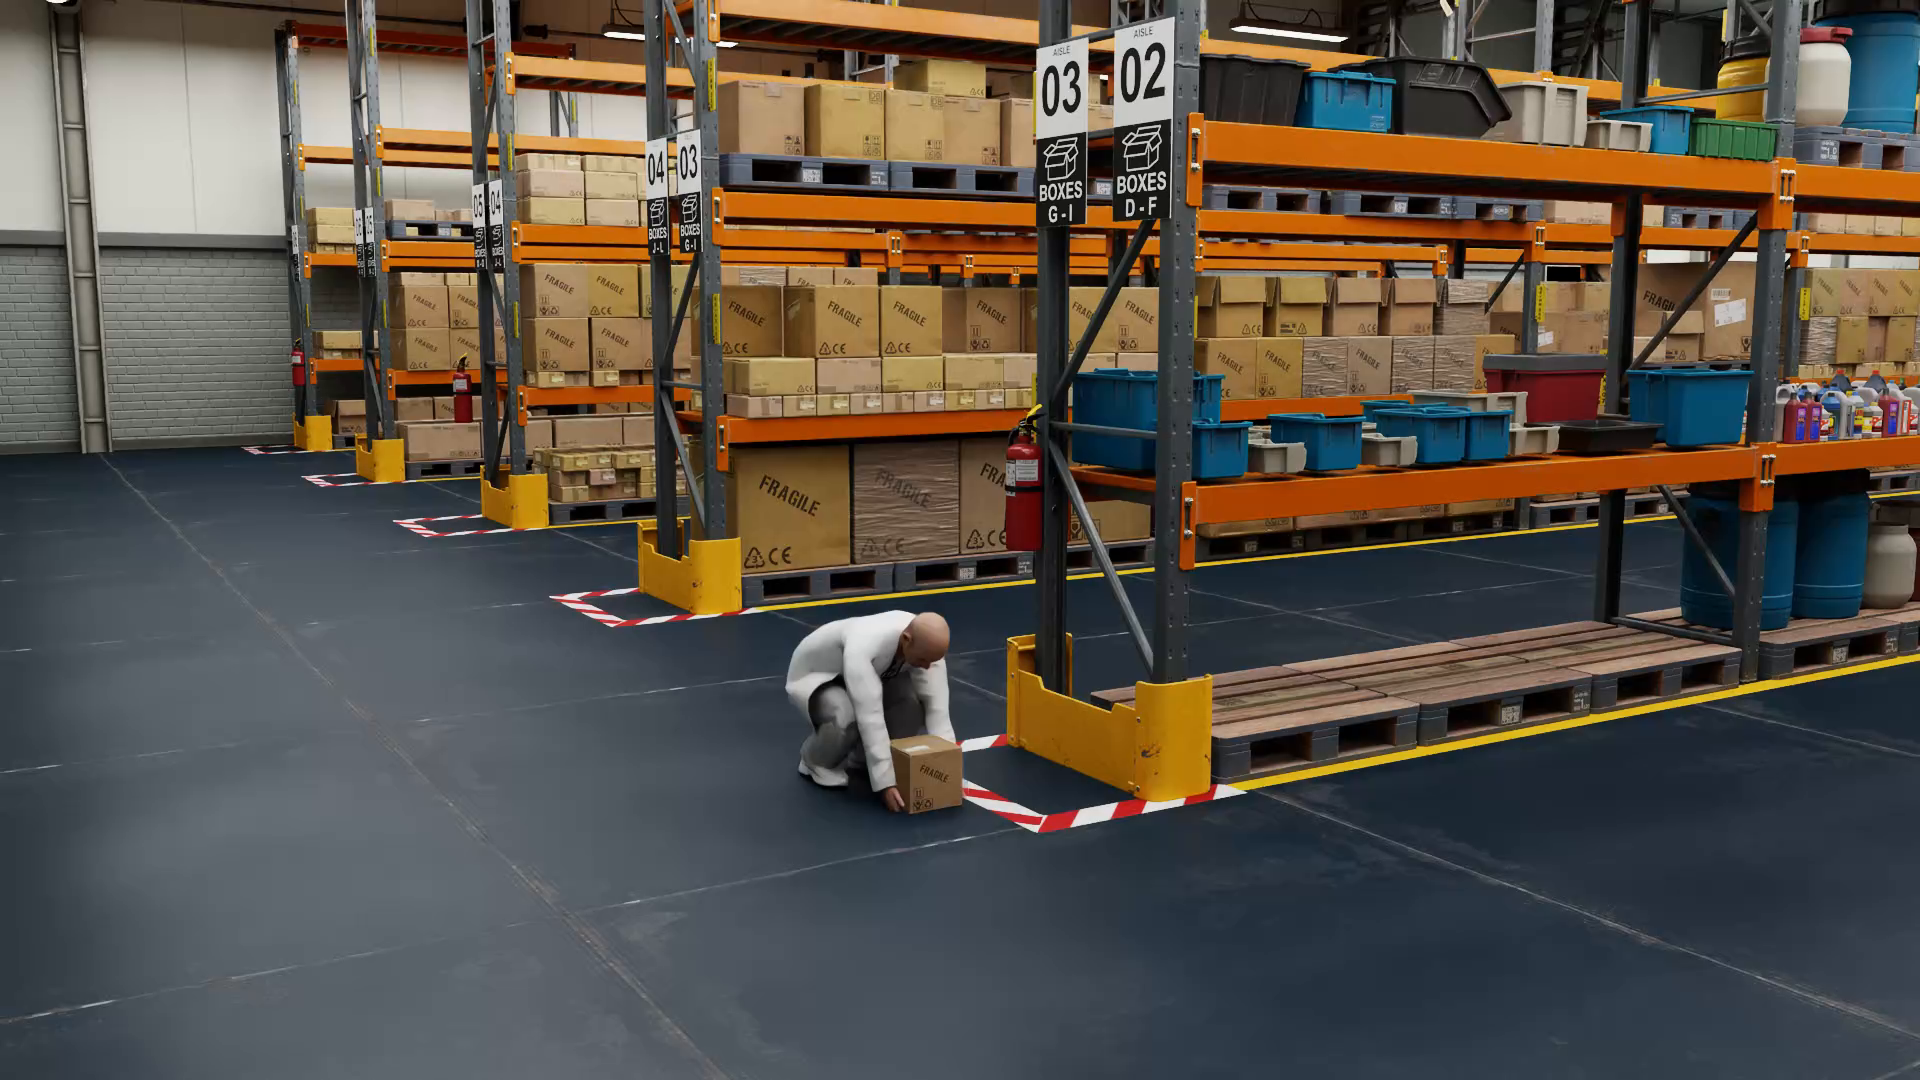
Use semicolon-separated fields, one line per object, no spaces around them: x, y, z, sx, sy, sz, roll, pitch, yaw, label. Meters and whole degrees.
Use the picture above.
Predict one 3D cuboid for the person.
-0.378;0.709;7.158;0.582;0.894;0.931;-6;10;-37;person
